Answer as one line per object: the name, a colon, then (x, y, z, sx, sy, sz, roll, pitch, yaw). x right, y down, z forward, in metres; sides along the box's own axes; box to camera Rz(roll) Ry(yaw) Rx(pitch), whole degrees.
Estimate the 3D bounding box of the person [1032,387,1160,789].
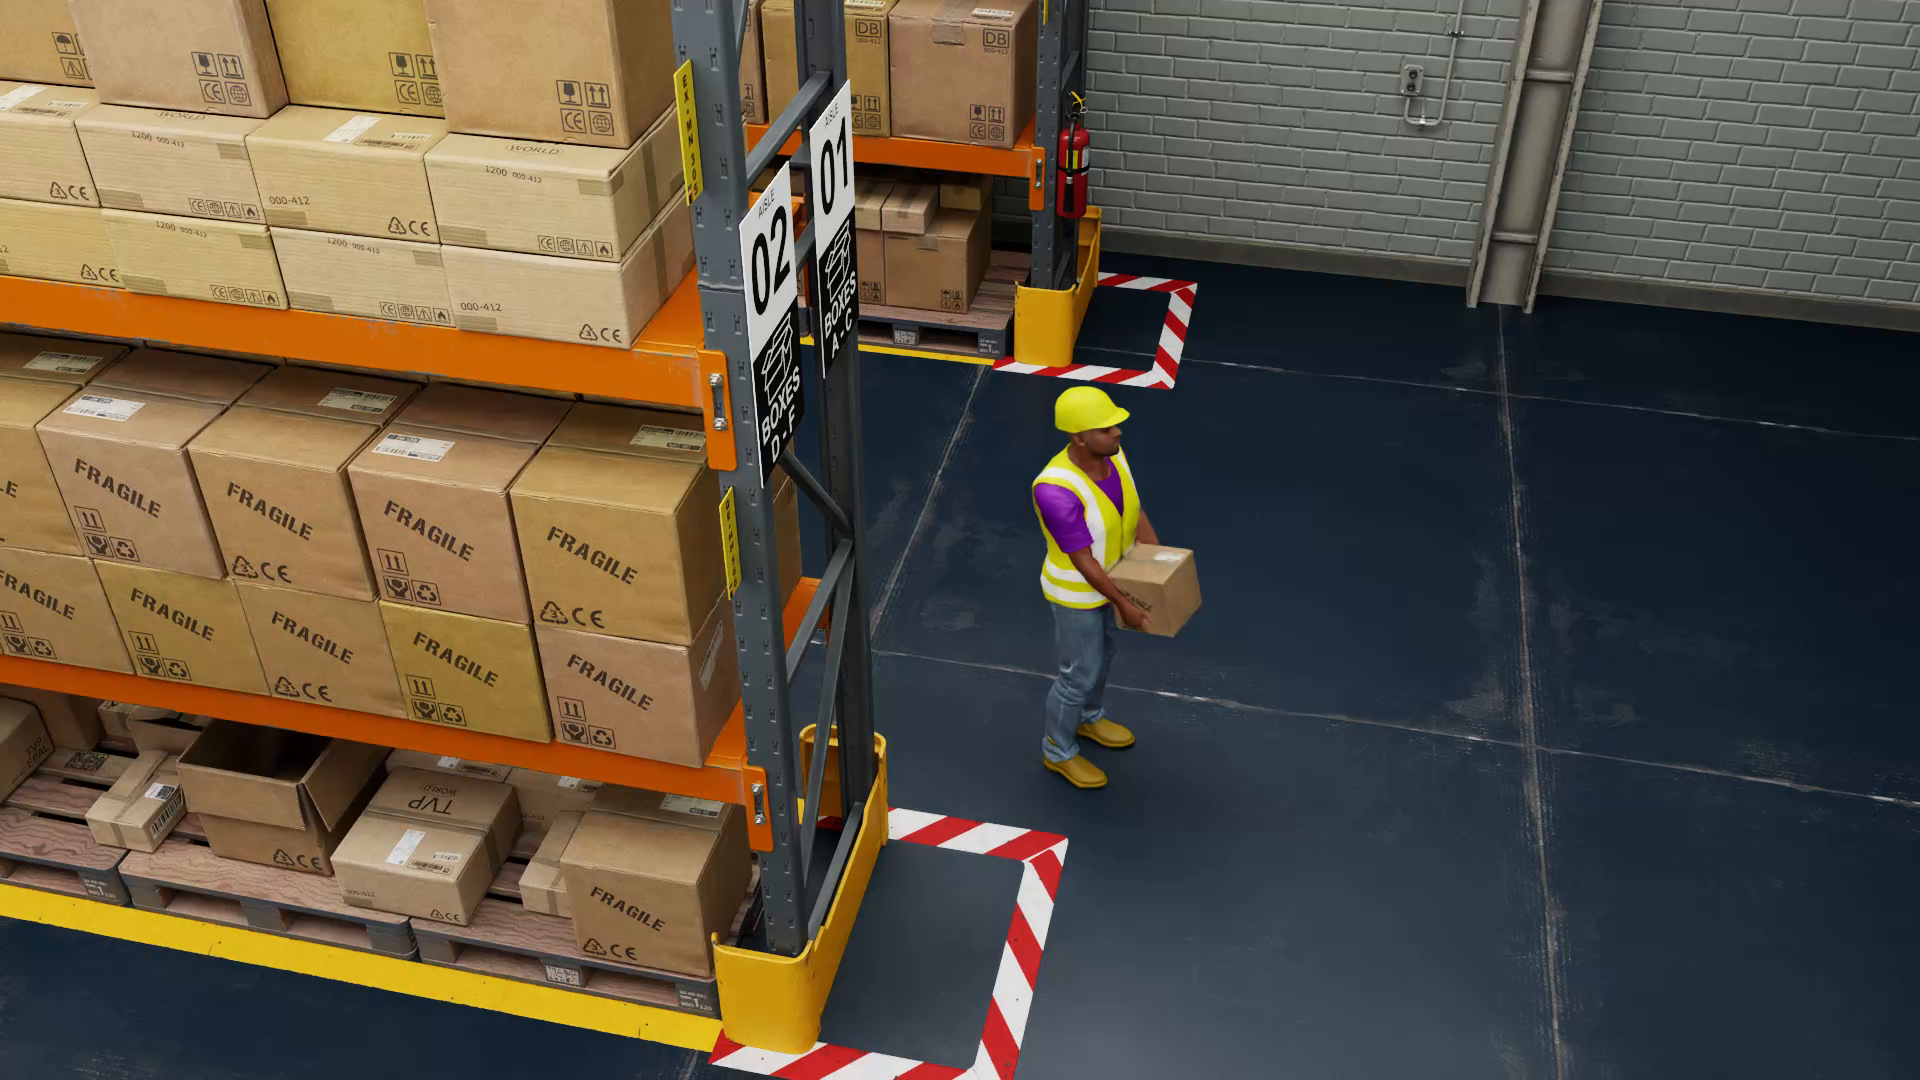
person: (0.602, 0.203, 6.670, 0.571, 1.766, 0.516, 21, 41, 26)
